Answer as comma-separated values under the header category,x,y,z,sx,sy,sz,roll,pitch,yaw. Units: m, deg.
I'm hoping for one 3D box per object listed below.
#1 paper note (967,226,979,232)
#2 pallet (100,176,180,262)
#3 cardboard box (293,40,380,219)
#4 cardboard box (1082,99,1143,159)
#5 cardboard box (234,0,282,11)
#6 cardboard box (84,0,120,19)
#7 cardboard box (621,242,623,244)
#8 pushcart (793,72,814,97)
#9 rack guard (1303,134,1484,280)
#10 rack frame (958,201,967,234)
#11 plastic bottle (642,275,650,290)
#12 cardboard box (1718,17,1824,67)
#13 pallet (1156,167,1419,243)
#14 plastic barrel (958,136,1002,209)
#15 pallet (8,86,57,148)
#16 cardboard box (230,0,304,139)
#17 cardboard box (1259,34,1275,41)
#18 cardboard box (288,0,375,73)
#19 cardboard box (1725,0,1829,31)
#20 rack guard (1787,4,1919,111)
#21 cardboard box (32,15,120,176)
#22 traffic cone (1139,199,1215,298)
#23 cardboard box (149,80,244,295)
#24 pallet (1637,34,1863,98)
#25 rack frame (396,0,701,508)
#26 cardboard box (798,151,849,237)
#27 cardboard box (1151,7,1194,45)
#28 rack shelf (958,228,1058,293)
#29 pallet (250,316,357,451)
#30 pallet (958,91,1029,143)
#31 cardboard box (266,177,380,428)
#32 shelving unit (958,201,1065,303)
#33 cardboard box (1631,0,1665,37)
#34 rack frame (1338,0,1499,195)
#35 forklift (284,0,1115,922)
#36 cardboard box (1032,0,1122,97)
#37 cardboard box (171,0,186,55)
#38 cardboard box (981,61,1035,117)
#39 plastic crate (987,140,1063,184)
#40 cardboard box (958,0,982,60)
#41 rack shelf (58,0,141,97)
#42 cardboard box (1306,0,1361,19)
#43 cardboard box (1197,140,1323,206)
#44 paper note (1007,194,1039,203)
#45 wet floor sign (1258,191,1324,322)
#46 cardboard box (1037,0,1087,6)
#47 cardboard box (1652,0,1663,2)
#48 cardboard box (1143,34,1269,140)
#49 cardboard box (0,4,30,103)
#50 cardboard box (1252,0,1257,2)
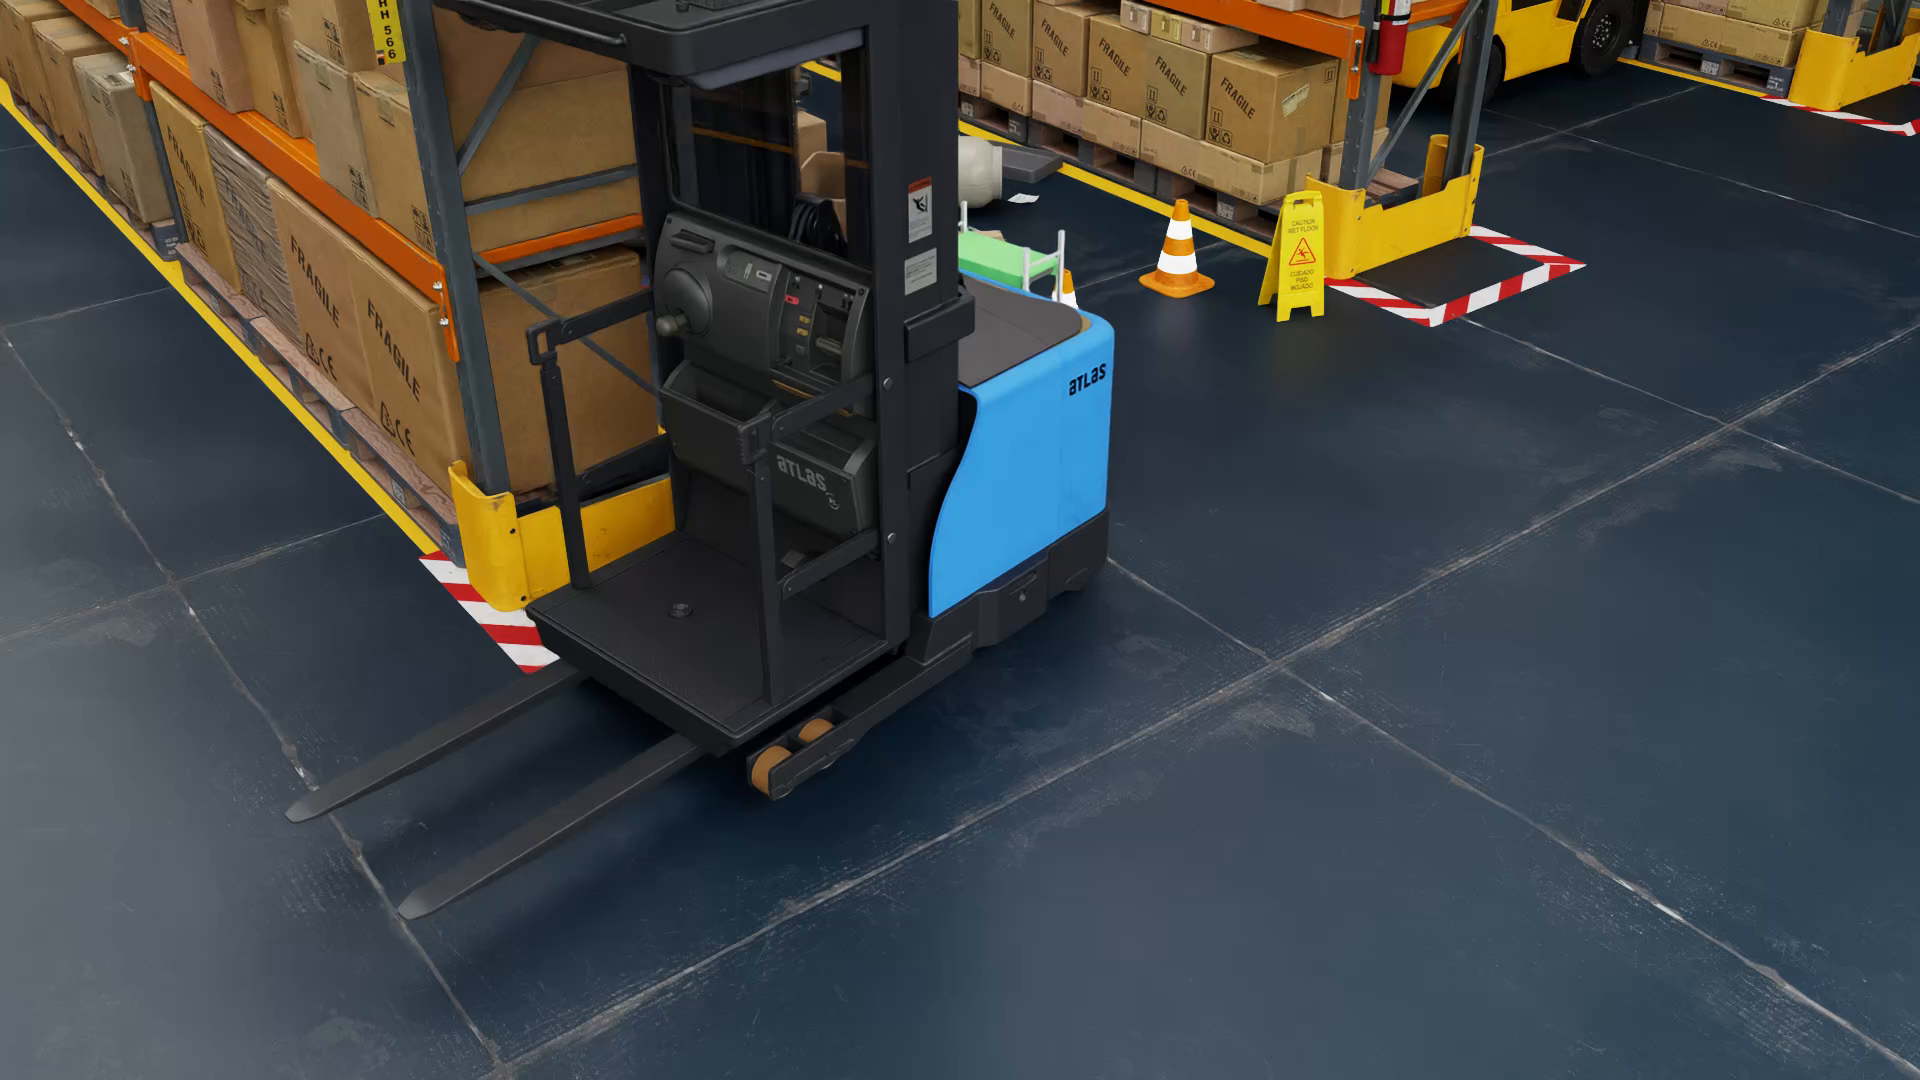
category,x,y,z,sx,sy,sz,roll,pitch,yaw
paper note,0.084,-1.796,9.633,0.032,0.001,0.123,-22,38,-31
pallet,-4.380,-2.037,9.830,1.003,0.211,1.213,-22,38,-31
cardboard box,-2.012,-1.684,6.475,0.875,0.550,0.550,-22,38,-31
cardboard box,1.109,-2.596,10.295,0.500,0.250,0.500,-24,39,-33
cardboard box,-2.665,-2.603,6.932,0.875,0.550,0.500,-22,38,-31
cardboard box,-4.378,-3.098,8.801,0.500,0.500,0.500,-23,38,-32
cardboard box,-2.085,-1.549,8.768,0.500,0.500,0.500,-16,35,-23
pushcart,-1.769,-2.696,10.733,0.936,0.377,1.648,18,36,27
rack guard,2.407,-1.871,9.289,1.175,0.500,0.348,-22,38,-31
rack frame,-0.054,-0.798,6.897,0.015,1.200,0.240,24,39,33
plastic bottle,-1.619,-1.386,8.924,0.133,0.061,0.283,18,36,27
cardboard box,5.835,-3.613,11.932,0.500,0.250,0.500,-22,38,-31
pallet,1.937,-2.098,9.929,1.003,0.211,1.213,-22,38,-31
plastic barrel,-0.009,-2.178,9.855,0.512,0.421,0.421,1,32,2
pallet,-5.876,-3.054,11.468,1.003,0.211,1.213,-22,38,-31
cardboard box,-2.614,-2.165,7.251,0.875,0.550,0.500,-22,38,-31
cardboard box,1.838,-2.882,10.045,0.500,0.500,0.500,-24,39,-33
cardboard box,-2.001,-2.147,6.198,0.875,0.550,0.550,-22,38,-31
cardboard box,5.827,-3.833,11.813,0.500,0.250,0.500,-23,38,-32
rack guard,6.387,-3.437,11.810,1.175,0.500,0.348,-22,38,-31
cardboard box,-4.887,-2.780,10.118,1.050,0.750,0.750,-22,38,-31
traffic cone,1.171,-1.585,8.864,0.336,0.463,0.334,-22,38,-31
cardboard box,-3.517,-1.916,8.607,0.875,0.875,0.875,-22,38,-31
pallet,5.870,-3.629,12.393,1.003,0.211,1.213,-22,38,-31
rack frame,-1.394,-1.258,5.932,1.000,3.000,0.127,-22,38,-31
cardboard box,-0.623,-1.754,9.097,0.637,0.503,0.797,6,32,10
cardboard box,1.327,-2.992,9.607,0.380,0.149,0.250,-22,38,-31
rack shelf,0.133,-1.069,6.545,0.480,0.148,0.258,24,39,33
pallet,-2.690,-0.889,7.981,1.003,0.211,1.213,-22,38,-31
pallet,0.441,-3.115,11.566,1.003,0.211,1.213,-22,38,-31
cardboard box,-2.404,-1.161,7.392,0.875,0.875,0.875,-23,39,-32
shelving unit,0.133,-0.715,6.764,0.503,1.200,0.258,24,39,33
cardboard box,5.238,-4.034,12.611,0.500,0.250,0.500,-22,38,-31
rack frame,2.454,-2.901,8.578,1.000,3.000,0.127,-22,38,-31
forklift,-0.779,-0.710,5.116,1.130,2.935,3.031,25,40,34
cardboard box,0.804,-3.128,10.441,0.500,0.500,0.500,-20,37,-29
cardboard box,-3.256,-2.617,7.978,0.875,0.550,0.550,-22,38,-31
cardboard box,0.486,-3.027,10.988,0.500,0.250,0.500,-20,37,-29
plastic crate,0.316,-2.408,10.552,0.583,0.080,0.402,18,36,27
cardboard box,0.149,-3.564,11.143,0.500,0.500,0.500,-20,37,-29
rack shelf,-5.074,-3.453,10.148,1.077,0.370,4.000,-22,38,-31
cardboard box,2.055,-2.881,8.784,0.380,0.149,0.250,-21,37,-30
cardboard box,1.731,-2.171,9.611,0.500,0.250,0.500,-22,38,-32
paper note,0.386,-2.069,10.053,0.148,0.019,0.142,18,36,27
wet floor sign,1.725,-1.476,8.515,0.267,0.644,0.232,-10,33,-15
cardboard box,0.663,-3.443,10.333,0.380,0.149,0.250,-20,37,-29
cardboard box,5.195,-4.254,12.491,0.500,0.250,0.500,-23,39,-32
cardboard box,1.434,-2.696,9.745,0.500,0.500,0.500,-21,37,-30
cardboard box,-5.998,-3.532,11.327,1.050,0.750,0.750,-23,38,-32
cardboard box,1.672,-3.065,9.079,0.380,0.149,0.250,-23,39,-32
